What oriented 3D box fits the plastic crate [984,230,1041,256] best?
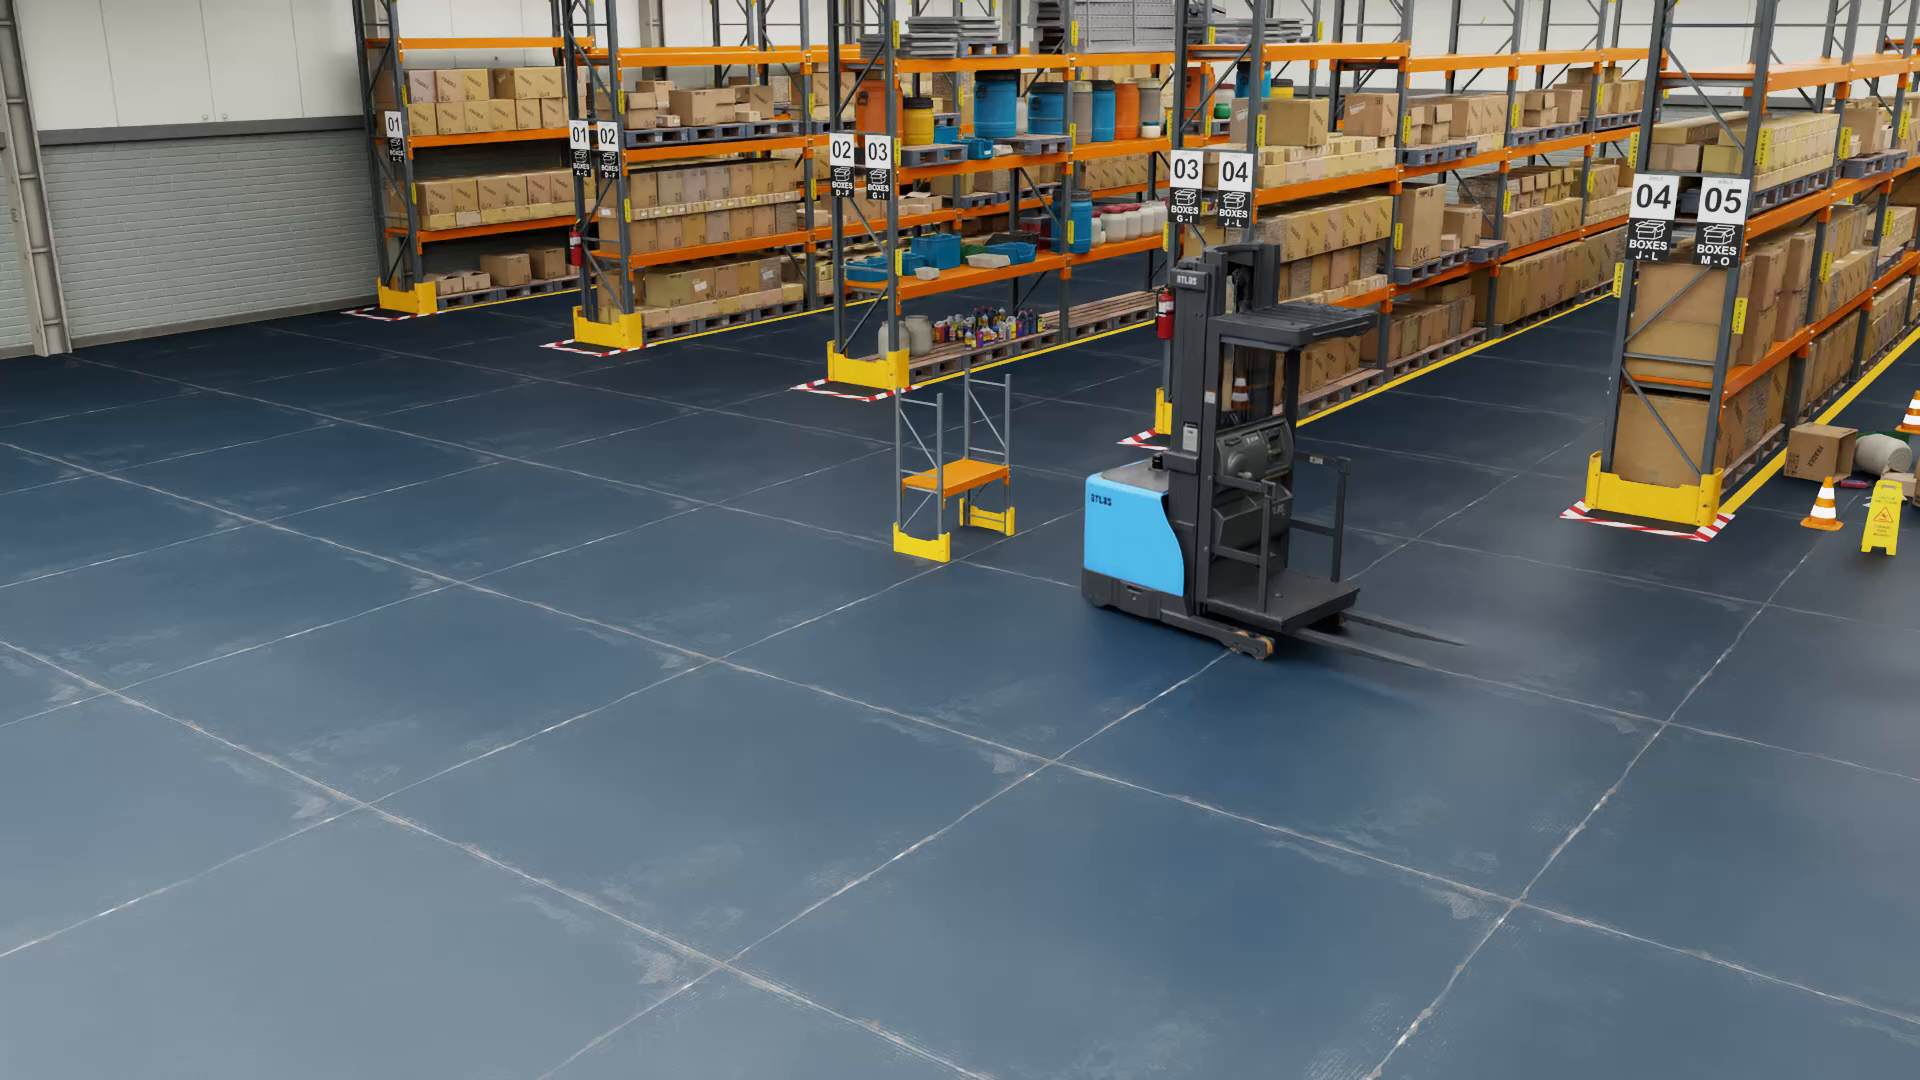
[{"bbox_3d":[0.754,-4.296,24.132,0.767,0.338,0.504,12,21,35],"label":"plastic crate"}]

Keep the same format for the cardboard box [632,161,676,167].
[{"bbox_3d":[-5.752,-6.846,31.328,0.700,0.500,0.500,16,24,42],"label":"cardboard box"}]

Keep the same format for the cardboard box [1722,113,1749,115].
[{"bbox_3d":[8.277,-4.446,17.655,0.380,0.149,0.250,12,21,34],"label":"cardboard box"}]

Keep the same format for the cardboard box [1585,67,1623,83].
[{"bbox_3d":[11.084,-8.019,28.646,0.500,0.250,0.500,12,21,33],"label":"cardboard box"}]

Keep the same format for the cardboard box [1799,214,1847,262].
[{"bbox_3d":[10.268,-3.660,20.125,0.700,0.500,0.500,12,21,34],"label":"cardboard box"}]

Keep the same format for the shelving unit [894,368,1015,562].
[{"bbox_3d":[-0.045,-0.698,14.969,0.587,1.500,1.083,12,21,35],"label":"shelving unit"}]

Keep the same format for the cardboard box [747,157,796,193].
[{"bbox_3d":[-3.067,-5.865,26.723,0.700,0.500,0.500,13,21,35],"label":"cardboard box"}]

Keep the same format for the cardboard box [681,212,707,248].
[{"bbox_3d":[-4.293,-4.752,25.325,0.700,0.500,0.500,13,21,35],"label":"cardboard box"}]

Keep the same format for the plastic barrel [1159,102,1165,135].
[{"bbox_3d":[3.120,-6.847,26.995,0.421,0.512,0.421,0,17,0],"label":"plastic barrel"}]

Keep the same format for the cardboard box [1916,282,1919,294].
[{"bbox_3d":[14.884,-3.963,26.050,0.380,0.149,0.250,13,21,36],"label":"cardboard box"}]

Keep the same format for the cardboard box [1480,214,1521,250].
[{"bbox_3d":[8.037,-4.621,24.905,0.500,0.500,0.500,13,22,36],"label":"cardboard box"}]

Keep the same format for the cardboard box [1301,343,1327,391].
[{"bbox_3d":[4.233,-2.172,20.694,0.500,0.500,0.500,10,20,30],"label":"cardboard box"}]

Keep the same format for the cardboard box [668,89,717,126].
[{"bbox_3d":[-3.982,-6.447,24.781,0.500,0.500,0.500,12,21,35],"label":"cardboard box"}]

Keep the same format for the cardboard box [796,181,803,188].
[{"bbox_3d":[-3.441,-7.311,34.124,0.380,0.149,0.250,13,21,36],"label":"cardboard box"}]

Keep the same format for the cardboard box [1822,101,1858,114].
[{"bbox_3d":[11.485,-5.593,21.687,0.396,0.266,0.258,12,21,35],"label":"cardboard box"}]

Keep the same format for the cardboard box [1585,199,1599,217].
[{"bbox_3d":[10.403,-5.595,27.959,0.500,0.250,0.500,12,21,34],"label":"cardboard box"}]

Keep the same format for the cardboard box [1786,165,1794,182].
[{"bbox_3d":[7.899,-3.586,16.230,0.380,0.149,0.250,12,21,34],"label":"cardboard box"}]

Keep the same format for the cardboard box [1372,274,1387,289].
[{"bbox_3d":[5.254,-3.330,21.339,0.380,0.149,0.250,12,21,35],"label":"cardboard box"}]

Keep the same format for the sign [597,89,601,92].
[{"bbox_3d":[-6.348,-7.764,29.265,0.100,0.325,0.005,12,21,35],"label":"sign"}]

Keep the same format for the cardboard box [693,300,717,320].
[{"bbox_3d":[-4.100,-3.566,25.605,0.500,0.250,0.500,12,21,35],"label":"cardboard box"}]

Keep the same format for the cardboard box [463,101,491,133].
[{"bbox_3d":[-8.117,-6.998,27.465,0.500,0.500,0.500,14,22,37],"label":"cardboard box"}]

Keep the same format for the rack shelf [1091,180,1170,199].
[{"bbox_3d":[3.150,-7.343,35.050,1.077,0.370,4.000,12,21,35],"label":"rack shelf"}]

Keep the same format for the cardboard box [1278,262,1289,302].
[{"bbox_3d":[3.314,-3.057,19.365,0.875,0.500,0.500,12,21,35],"label":"cardboard box"}]

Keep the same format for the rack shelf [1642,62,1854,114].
[{"bbox_3d":[7.877,-4.507,16.476,1.077,0.370,4.000,12,21,35],"label":"rack shelf"}]

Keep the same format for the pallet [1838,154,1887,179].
[{"bbox_3d":[10.447,-4.518,20.002,1.003,0.211,1.213,14,22,37],"label":"pallet"}]

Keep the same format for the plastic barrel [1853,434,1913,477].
[{"bbox_3d":[9.625,-0.881,17.373,0.421,0.421,0.512,-4,18,-13],"label":"plastic barrel"}]

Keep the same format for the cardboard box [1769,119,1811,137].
[{"bbox_3d":[8.202,-4.089,16.504,0.380,0.149,0.250,13,21,35],"label":"cardboard box"}]

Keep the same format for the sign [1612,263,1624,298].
[{"bbox_3d":[6.258,-2.465,15.779,0.100,0.325,0.005,12,21,35],"label":"sign"}]

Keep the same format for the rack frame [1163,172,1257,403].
[{"bbox_3d":[2.762,-2.600,18.566,1.000,3.000,0.127,12,21,35],"label":"rack frame"}]

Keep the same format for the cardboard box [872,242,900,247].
[{"bbox_3d":[-1.279,-5.213,29.962,0.500,0.311,0.500,12,21,33],"label":"cardboard box"}]

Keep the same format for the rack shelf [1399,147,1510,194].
[{"bbox_3d":[6.337,-5.118,22.830,1.077,0.370,4.000,12,21,35],"label":"rack shelf"}]

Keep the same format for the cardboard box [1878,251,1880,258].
[{"bbox_3d":[12.041,-3.821,22.211,0.380,0.149,0.250,14,22,37],"label":"cardboard box"}]

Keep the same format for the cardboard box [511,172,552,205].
[{"bbox_3d":[-7.423,-6.070,28.693,0.500,0.500,0.500,12,21,33],"label":"cardboard box"}]

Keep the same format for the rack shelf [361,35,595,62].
[{"bbox_3d":[-7.980,-8.223,27.773,1.077,0.370,4.000,12,21,35],"label":"rack shelf"}]

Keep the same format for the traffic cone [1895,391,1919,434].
[{"bbox_3d":[11.081,-1.494,19.280,0.336,0.463,0.334,12,21,35],"label":"traffic cone"}]

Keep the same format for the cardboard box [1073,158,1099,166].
[{"bbox_3d":[2.465,-7.798,33.448,0.500,0.500,0.500,13,22,36],"label":"cardboard box"}]

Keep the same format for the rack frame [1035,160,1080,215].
[{"bbox_3d":[1.959,-7.210,33.410,1.000,3.000,0.127,12,21,35],"label":"rack frame"}]

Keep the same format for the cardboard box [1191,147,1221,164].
[{"bbox_3d":[2.677,-4.273,18.475,0.380,0.149,0.250,12,21,35],"label":"cardboard box"}]

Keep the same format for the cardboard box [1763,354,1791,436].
[{"bbox_3d":[8.638,-1.701,18.544,0.875,0.875,0.875,13,21,36],"label":"cardboard box"}]

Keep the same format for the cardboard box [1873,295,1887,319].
[{"bbox_3d":[12.360,-3.212,22.779,0.500,0.250,0.500,12,21,34],"label":"cardboard box"}]

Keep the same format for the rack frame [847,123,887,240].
[{"bbox_3d":[-2.022,-8.084,36.225,1.000,3.000,0.127,12,21,35],"label":"rack frame"}]

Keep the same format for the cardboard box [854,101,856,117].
[{"bbox_3d":[-1.619,-7.311,28.220,0.500,0.250,0.500,10,20,30],"label":"cardboard box"}]

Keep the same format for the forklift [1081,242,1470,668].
[{"bbox_3d":[2.394,-0.681,12.502,3.031,2.935,1.130,16,24,42],"label":"forklift"}]

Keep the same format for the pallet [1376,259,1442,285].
[{"bbox_3d":[5.718,-3.618,22.166,1.003,0.211,1.213,12,21,35],"label":"pallet"}]

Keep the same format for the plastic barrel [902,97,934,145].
[{"bbox_3d":[-0.638,-5.493,21.796,0.600,0.588,0.600,0,17,0],"label":"plastic barrel"}]

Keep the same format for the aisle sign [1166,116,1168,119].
[{"bbox_3d":[4.629,-9.366,35.970,0.394,0.787,0.004,12,21,35],"label":"aisle sign"}]

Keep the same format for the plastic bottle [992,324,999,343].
[{"bbox_3d":[0.500,-2.913,23.432,0.097,0.271,0.097,0,17,0],"label":"plastic bottle"}]

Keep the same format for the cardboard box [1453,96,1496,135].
[{"bbox_3d":[7.149,-5.943,23.260,0.500,0.500,0.500,12,21,35],"label":"cardboard box"}]

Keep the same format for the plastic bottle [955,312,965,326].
[{"bbox_3d":[-0.012,-3.108,23.926,0.144,0.351,0.185,12,21,34],"label":"plastic bottle"}]

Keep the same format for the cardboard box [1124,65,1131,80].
[{"bbox_3d":[3.098,-9.650,34.356,0.700,0.500,0.500,12,21,35],"label":"cardboard box"}]

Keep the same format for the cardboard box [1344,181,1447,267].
[{"bbox_3d":[5.732,-4.205,22.012,1.000,1.000,1.000,13,21,35],"label":"cardboard box"}]

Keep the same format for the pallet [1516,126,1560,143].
[{"bbox_3d":[8.534,-6.278,25.668,1.003,0.211,1.213,14,22,37],"label":"pallet"}]

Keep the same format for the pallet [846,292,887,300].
[{"bbox_3d":[-1.674,-4.447,29.214,1.003,0.211,1.213,12,21,35],"label":"pallet"}]
